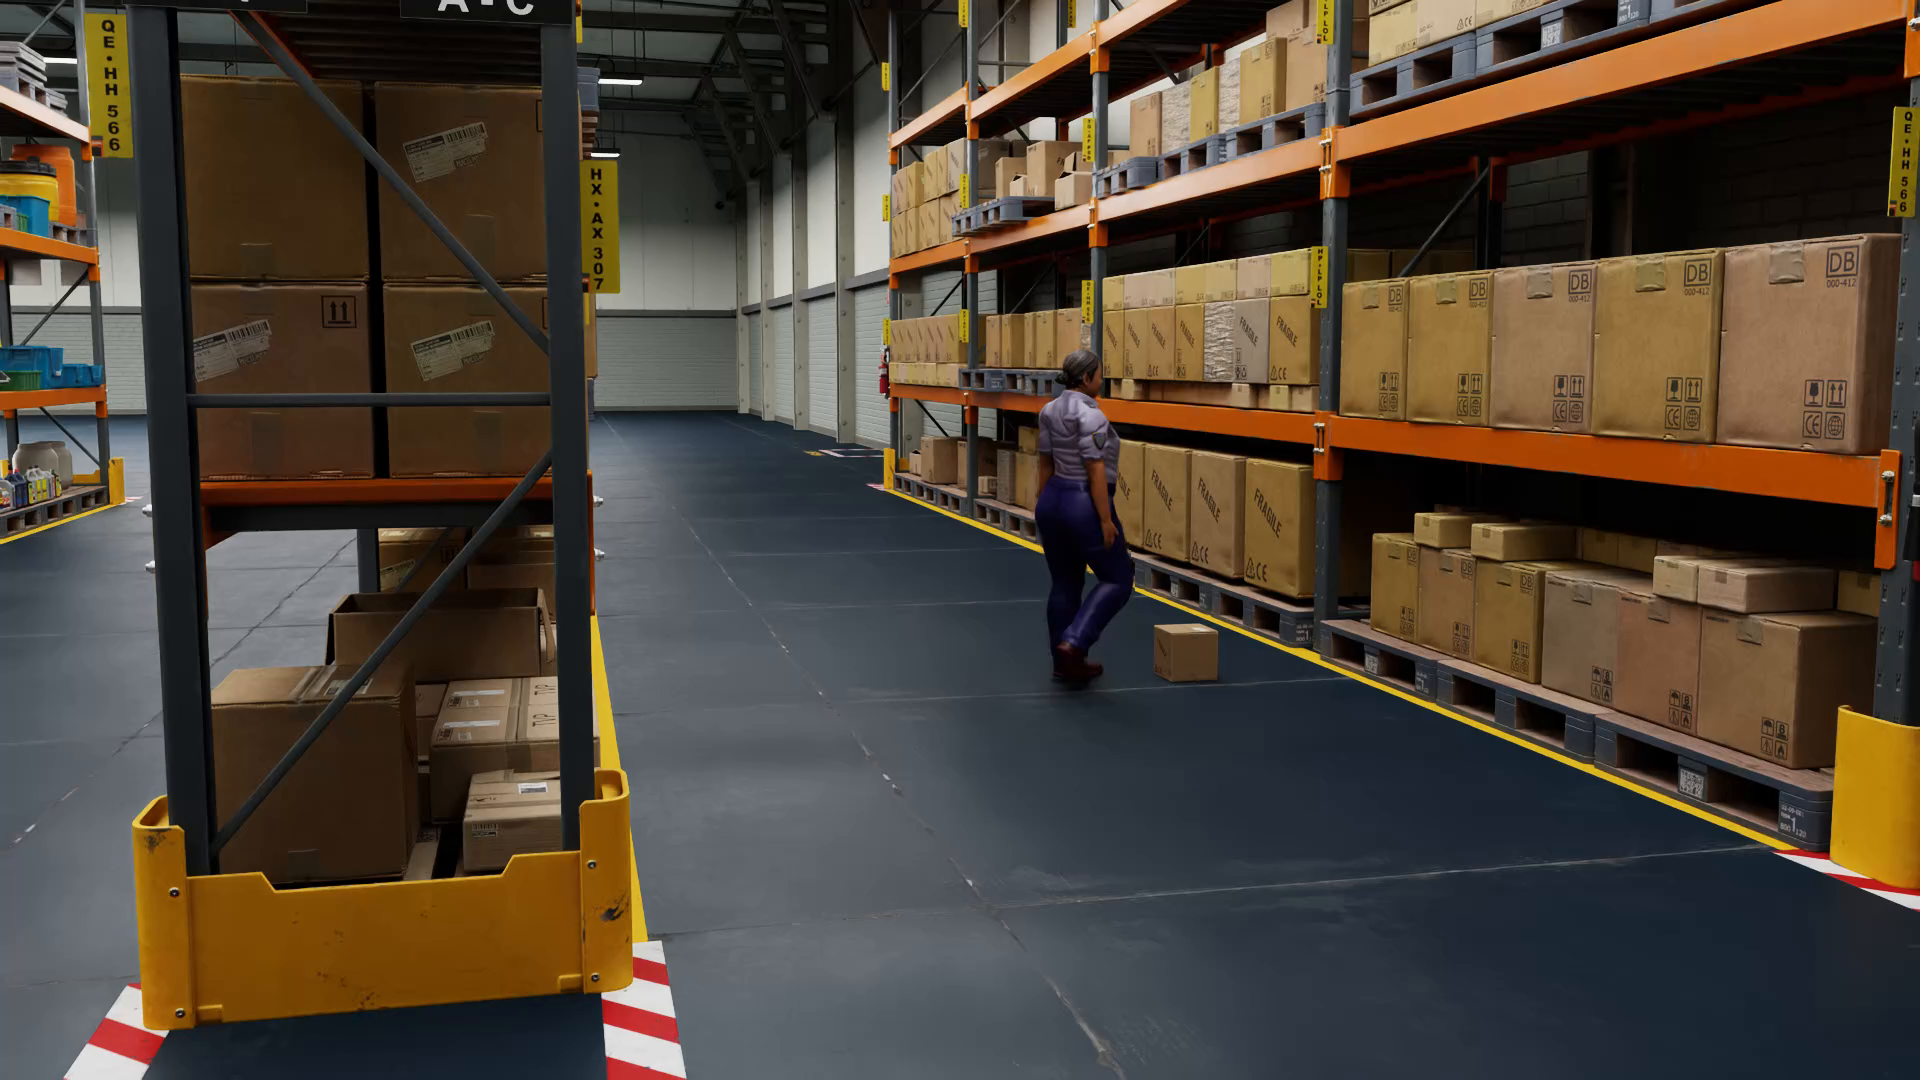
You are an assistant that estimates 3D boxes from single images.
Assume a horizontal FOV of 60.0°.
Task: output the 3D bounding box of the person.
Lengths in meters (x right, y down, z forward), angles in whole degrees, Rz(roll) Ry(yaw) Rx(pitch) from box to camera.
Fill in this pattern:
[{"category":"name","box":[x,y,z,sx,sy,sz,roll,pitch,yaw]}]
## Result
[{"category":"person","box":[0.577,-0.115,8.205,0.497,1.641,0.504,-5,8,-37]}]
